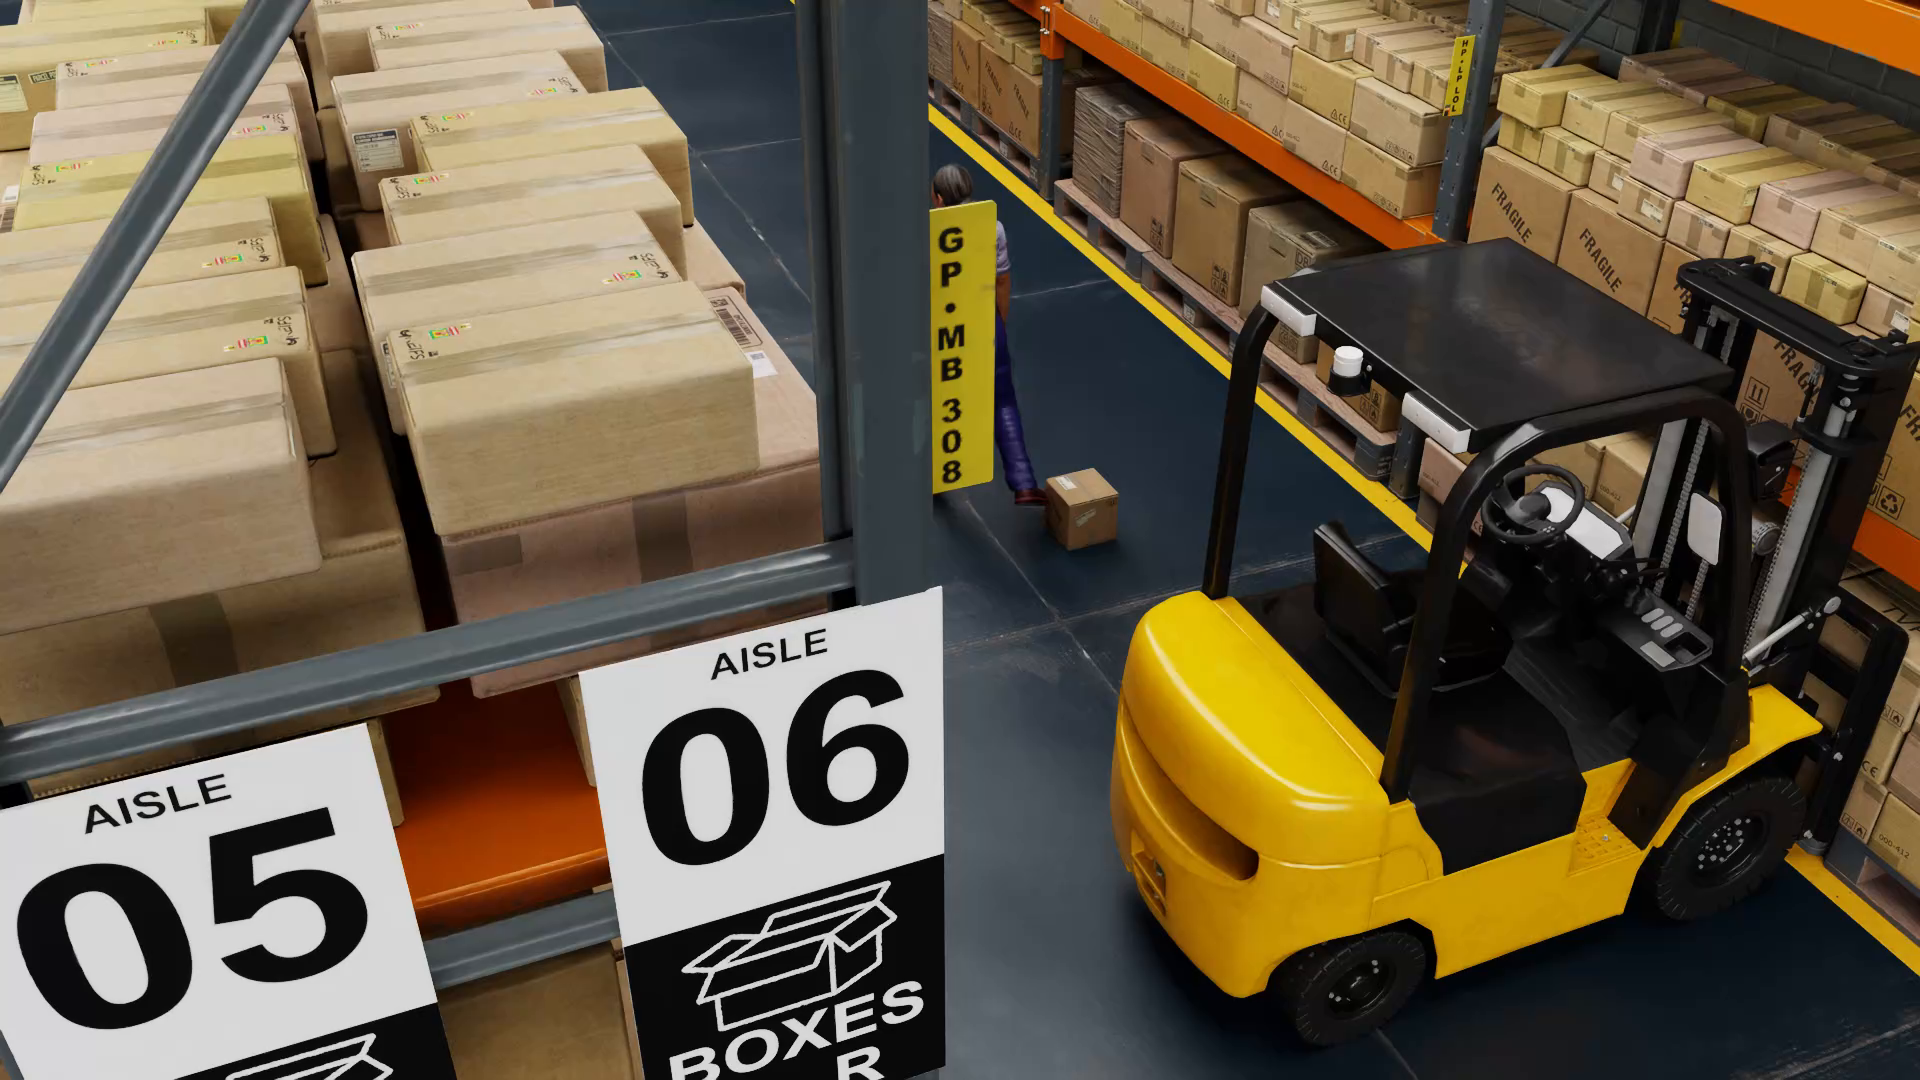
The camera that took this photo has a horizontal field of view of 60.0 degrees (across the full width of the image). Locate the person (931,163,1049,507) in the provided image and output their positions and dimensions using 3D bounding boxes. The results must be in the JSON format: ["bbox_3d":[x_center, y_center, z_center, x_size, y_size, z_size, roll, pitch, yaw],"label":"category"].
[{"bbox_3d":[0.065,-0.871,7.443,0.552,1.625,0.844,-13,36,-19],"label":"person"}]
